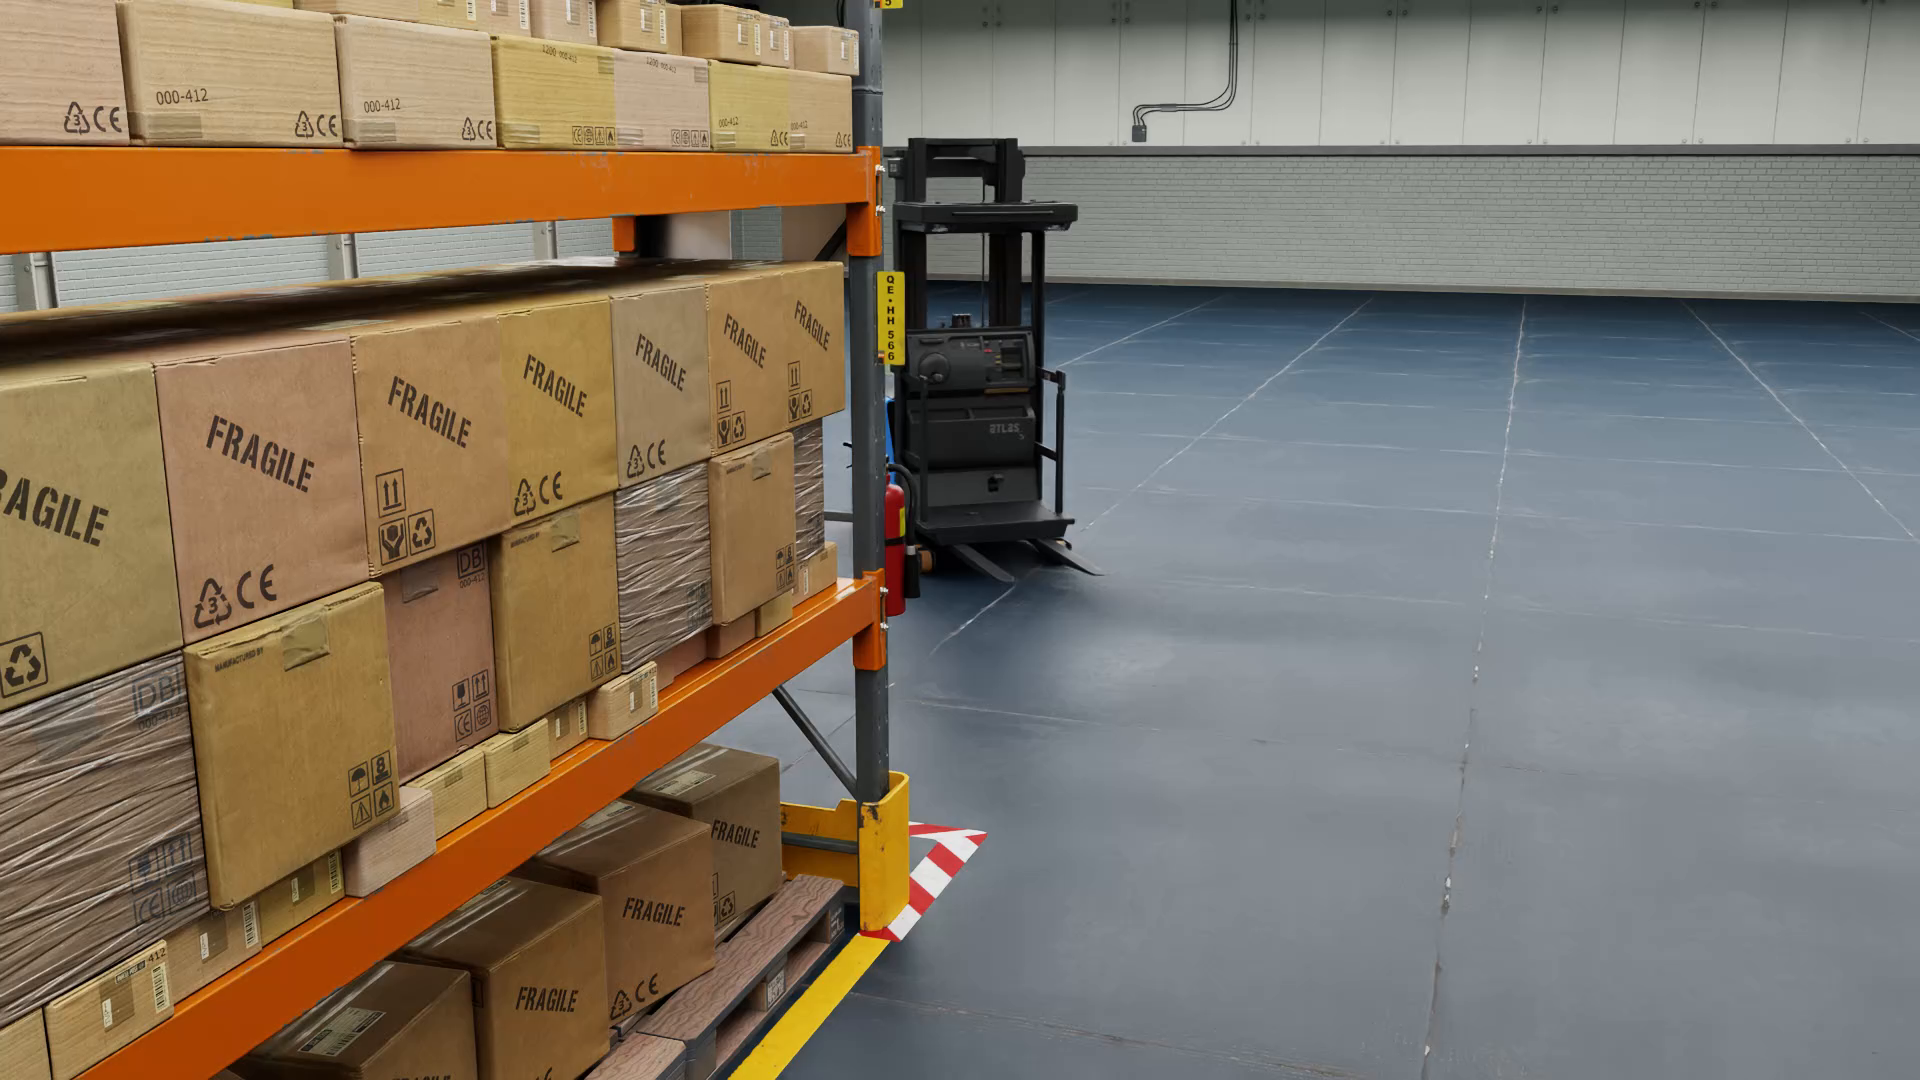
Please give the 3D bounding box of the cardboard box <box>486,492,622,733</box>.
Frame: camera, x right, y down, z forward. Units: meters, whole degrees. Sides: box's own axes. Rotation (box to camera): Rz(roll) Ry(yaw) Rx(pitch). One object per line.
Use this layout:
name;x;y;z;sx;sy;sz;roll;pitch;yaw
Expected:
cardboard box;-1.389;0.135;4.263;0.875;0.500;0.500;4;14;18

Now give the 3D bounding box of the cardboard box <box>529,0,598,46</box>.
cardboard box;-1.116;-1.281;4.058;0.380;0.149;0.250;4;13;16

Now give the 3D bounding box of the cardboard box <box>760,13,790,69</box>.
cardboard box;-0.735;-1.496;5.004;0.380;0.149;0.250;4;13;16

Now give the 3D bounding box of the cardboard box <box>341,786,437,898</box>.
cardboard box;-1.361;0.626;3.568;0.380;0.149;0.250;4;14;18

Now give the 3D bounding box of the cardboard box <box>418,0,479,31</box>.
cardboard box;-1.272;-1.171;3.576;0.380;0.149;0.250;4;13;17

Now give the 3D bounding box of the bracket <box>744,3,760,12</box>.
bracket;-4.970;-12.651;39.604;0.235;0.232;0.430;4;14;18

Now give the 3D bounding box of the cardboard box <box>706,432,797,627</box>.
cardboard box;-1.013;-0.072;5.168;0.875;0.500;0.500;4;14;18

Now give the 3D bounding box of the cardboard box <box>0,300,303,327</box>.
cardboard box;-1.847;-0.270;3.789;0.500;0.500;0.500;4;14;18

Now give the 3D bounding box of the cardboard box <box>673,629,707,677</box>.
cardboard box;-0.987;0.302;4.989;0.380;0.149;0.250;4;14;18

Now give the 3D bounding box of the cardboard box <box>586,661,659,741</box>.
cardboard box;-1.044;0.415;4.493;0.380;0.149;0.250;4;14;18

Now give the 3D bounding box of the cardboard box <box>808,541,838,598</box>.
cardboard box;-0.658;0.092;5.910;0.380;0.149;0.250;4;14;18

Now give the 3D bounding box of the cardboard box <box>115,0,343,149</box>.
cardboard box;-1.501;-0.841;3.027;0.500;0.250;0.500;4;14;18

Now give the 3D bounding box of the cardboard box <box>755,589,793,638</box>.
cardboard box;-0.771;0.201;5.432;0.380;0.149;0.250;4;14;18

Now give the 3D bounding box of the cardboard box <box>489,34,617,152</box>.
cardboard box;-1.167;-1.056;3.971;0.500;0.250;0.500;4;13;17

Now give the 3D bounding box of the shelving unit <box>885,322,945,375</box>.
shelving unit;-0.409;-0.973;13.380;0.755;1.500;0.431;-5;14;-22

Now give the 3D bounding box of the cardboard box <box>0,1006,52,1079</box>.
cardboard box;-1.701;0.835;2.651;0.380;0.149;0.250;4;14;18

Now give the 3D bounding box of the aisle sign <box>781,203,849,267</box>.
aisle sign;-0.457;-1.364;5.883;0.394;0.787;0.004;4;14;18

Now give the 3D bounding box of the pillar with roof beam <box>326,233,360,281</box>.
pillar with roof beam;-6.016;-7.499;25.119;9.100;9.000;0.400;4;14;18

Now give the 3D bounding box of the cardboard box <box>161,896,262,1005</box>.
cardboard box;-1.553;0.729;3.117;0.380;0.149;0.250;4;14;18

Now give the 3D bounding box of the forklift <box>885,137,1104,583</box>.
forklift;0.145;-1.293;11.568;1.130;2.935;3.031;-4;13;-17

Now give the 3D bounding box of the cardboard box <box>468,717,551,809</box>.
cardboard box;-1.228;0.519;4.039;0.380;0.149;0.250;4;14;18

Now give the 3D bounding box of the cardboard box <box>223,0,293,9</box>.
cardboard box;-1.490;-1.065;3.112;0.380;0.149;0.250;5;14;20

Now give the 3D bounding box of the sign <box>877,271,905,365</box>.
sign;-0.242;-0.780;5.852;0.100;0.325;0.005;4;14;18

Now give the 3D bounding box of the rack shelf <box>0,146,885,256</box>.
rack shelf;-1.408;-0.796;4.111;1.077;0.370;4.000;4;14;18

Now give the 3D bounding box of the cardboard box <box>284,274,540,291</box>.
cardboard box;-1.526;-0.481;4.712;0.500;0.500;0.500;4;14;18

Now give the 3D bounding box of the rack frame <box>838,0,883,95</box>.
rack frame;-0.761;-3.030;5.542;1.000;3.000;0.127;4;14;18

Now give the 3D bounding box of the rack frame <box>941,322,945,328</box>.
rack frame;-0.070;-1.004;13.515;0.023;1.500;0.400;-5;14;-22

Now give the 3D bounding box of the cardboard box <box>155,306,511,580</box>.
cardboard box;-1.346;-0.232;3.622;0.500;0.500;0.500;4;14;18

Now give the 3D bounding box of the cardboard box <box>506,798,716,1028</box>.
cardboard box;-1.140;1.167;5.308;0.500;0.500;0.500;9;15;33

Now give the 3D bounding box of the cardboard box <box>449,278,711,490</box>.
cardboard box;-1.026;-0.442;4.545;0.500;0.500;0.500;4;14;18

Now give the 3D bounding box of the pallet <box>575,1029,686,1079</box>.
pallet;-1.478;1.694;4.590;1.003;0.211;1.213;4;14;18

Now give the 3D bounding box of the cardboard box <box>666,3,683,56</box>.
cardboard box;-0.992;-1.399;4.576;0.380;0.149;0.250;5;14;19

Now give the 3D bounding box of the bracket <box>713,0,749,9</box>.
bracket;-5.161;-12.527;39.059;0.076;0.066;3.189;4;14;18

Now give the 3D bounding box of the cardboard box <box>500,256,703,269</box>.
cardboard box;-1.197;-0.691;5.633;0.500;0.500;0.500;4;14;18

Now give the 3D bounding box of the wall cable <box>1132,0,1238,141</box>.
wall cable;4.975;-11.832;36.460;2.305;6.003;0.169;4;14;18

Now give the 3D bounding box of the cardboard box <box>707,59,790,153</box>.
cardboard box;-0.835;-1.270;4.906;0.500;0.250;0.500;4;14;19

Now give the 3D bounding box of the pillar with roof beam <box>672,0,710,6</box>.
pillar with roof beam;-2.134;-10.025;36.189;9.100;9.000;0.548;4;14;18

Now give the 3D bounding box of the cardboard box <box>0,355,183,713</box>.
cardboard box;-1.669;-0.021;2.699;0.500;0.500;0.500;4;14;18

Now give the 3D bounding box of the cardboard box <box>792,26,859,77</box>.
cardboard box;-0.555;-1.608;5.494;0.380;0.149;0.250;4;14;18

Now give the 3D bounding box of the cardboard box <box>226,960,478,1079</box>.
cardboard box;-1.583;1.412;4.236;0.500;0.500;0.500;3;13;13

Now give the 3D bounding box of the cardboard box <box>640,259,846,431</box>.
cardboard box;-0.705;-0.653;5.469;0.500;0.500;0.500;4;14;18

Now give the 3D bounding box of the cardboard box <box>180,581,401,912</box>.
cardboard box;-1.656;0.350;3.321;0.875;0.500;0.500;4;14;18

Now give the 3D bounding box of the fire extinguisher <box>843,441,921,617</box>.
fire extinguisher;-0.288;-0.059;6.179;0.296;0.674;0.183;4;14;18
